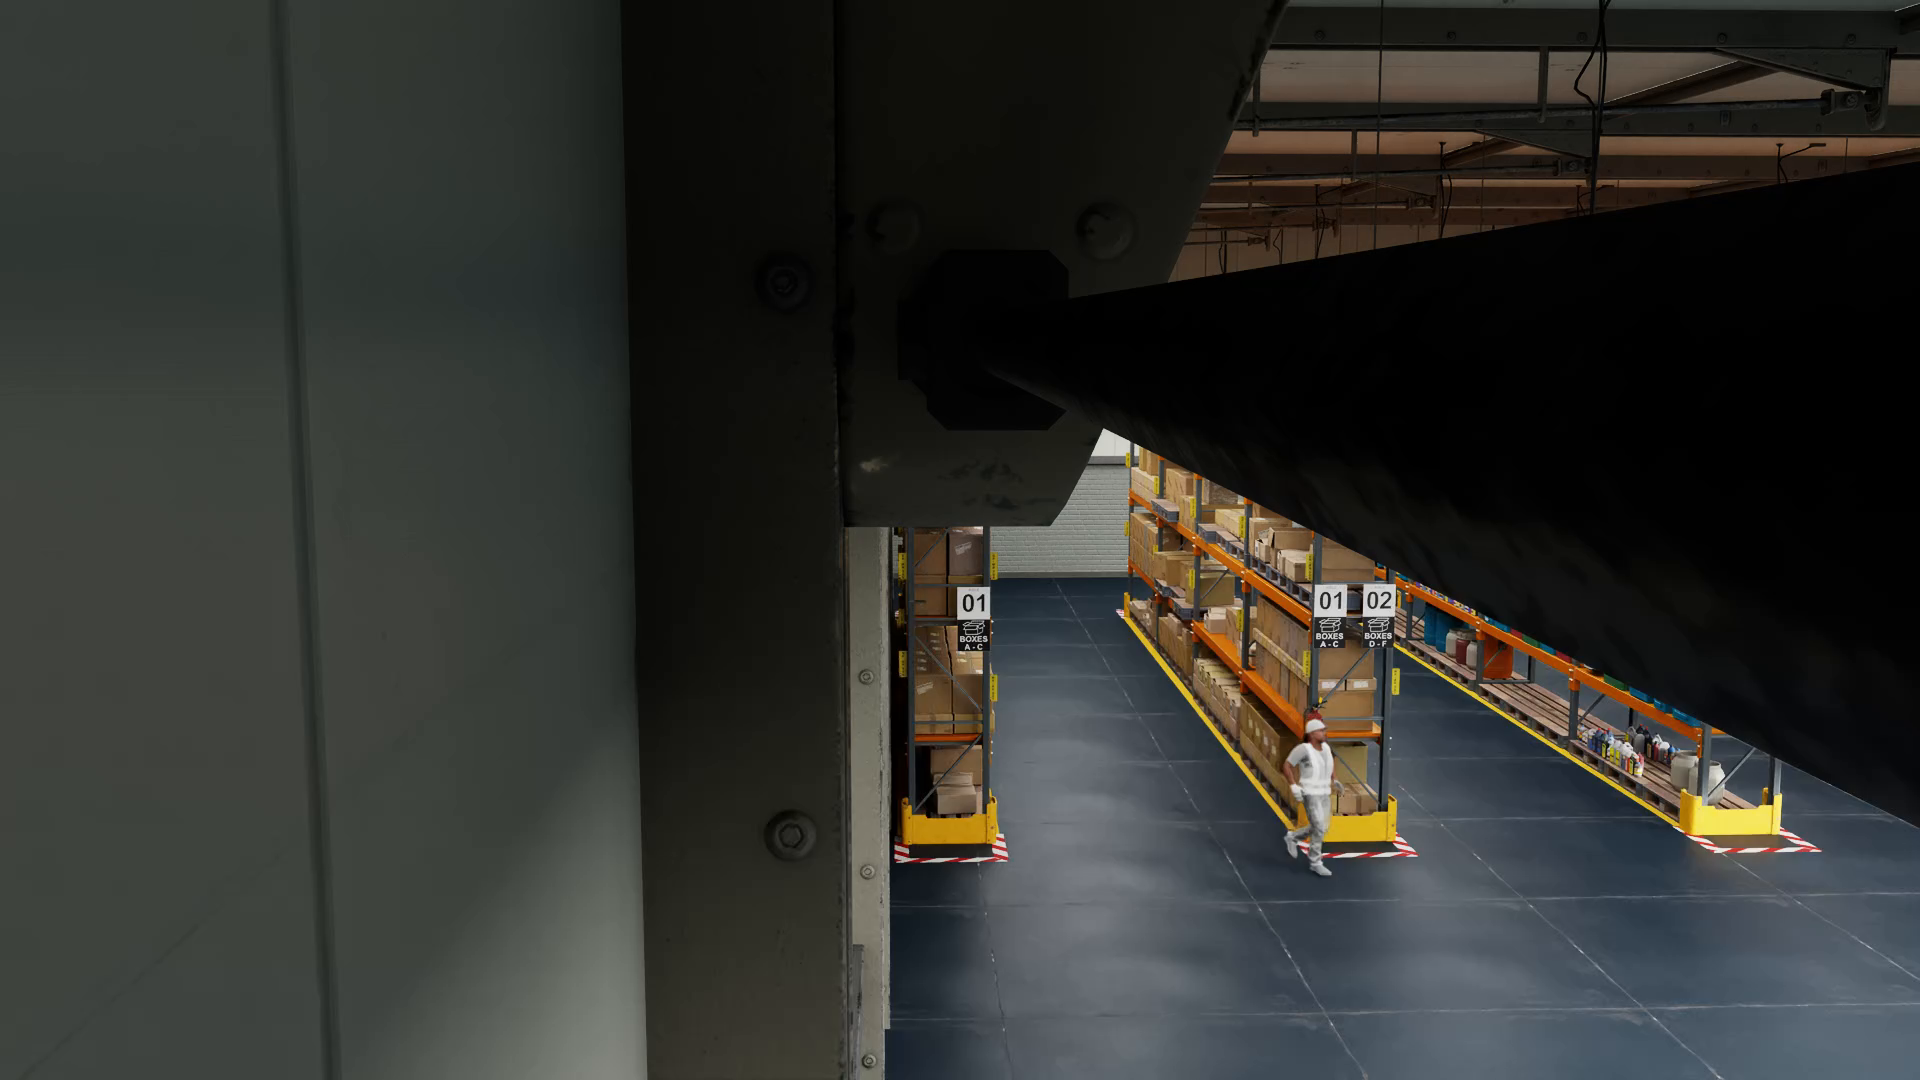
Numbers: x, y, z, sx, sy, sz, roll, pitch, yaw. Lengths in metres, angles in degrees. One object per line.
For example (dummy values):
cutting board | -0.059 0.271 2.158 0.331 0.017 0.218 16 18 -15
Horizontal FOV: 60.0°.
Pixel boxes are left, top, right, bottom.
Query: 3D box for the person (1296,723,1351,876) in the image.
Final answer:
person | 4.249 3.008 19.406 0.743 1.724 0.532 -6 9 -39
